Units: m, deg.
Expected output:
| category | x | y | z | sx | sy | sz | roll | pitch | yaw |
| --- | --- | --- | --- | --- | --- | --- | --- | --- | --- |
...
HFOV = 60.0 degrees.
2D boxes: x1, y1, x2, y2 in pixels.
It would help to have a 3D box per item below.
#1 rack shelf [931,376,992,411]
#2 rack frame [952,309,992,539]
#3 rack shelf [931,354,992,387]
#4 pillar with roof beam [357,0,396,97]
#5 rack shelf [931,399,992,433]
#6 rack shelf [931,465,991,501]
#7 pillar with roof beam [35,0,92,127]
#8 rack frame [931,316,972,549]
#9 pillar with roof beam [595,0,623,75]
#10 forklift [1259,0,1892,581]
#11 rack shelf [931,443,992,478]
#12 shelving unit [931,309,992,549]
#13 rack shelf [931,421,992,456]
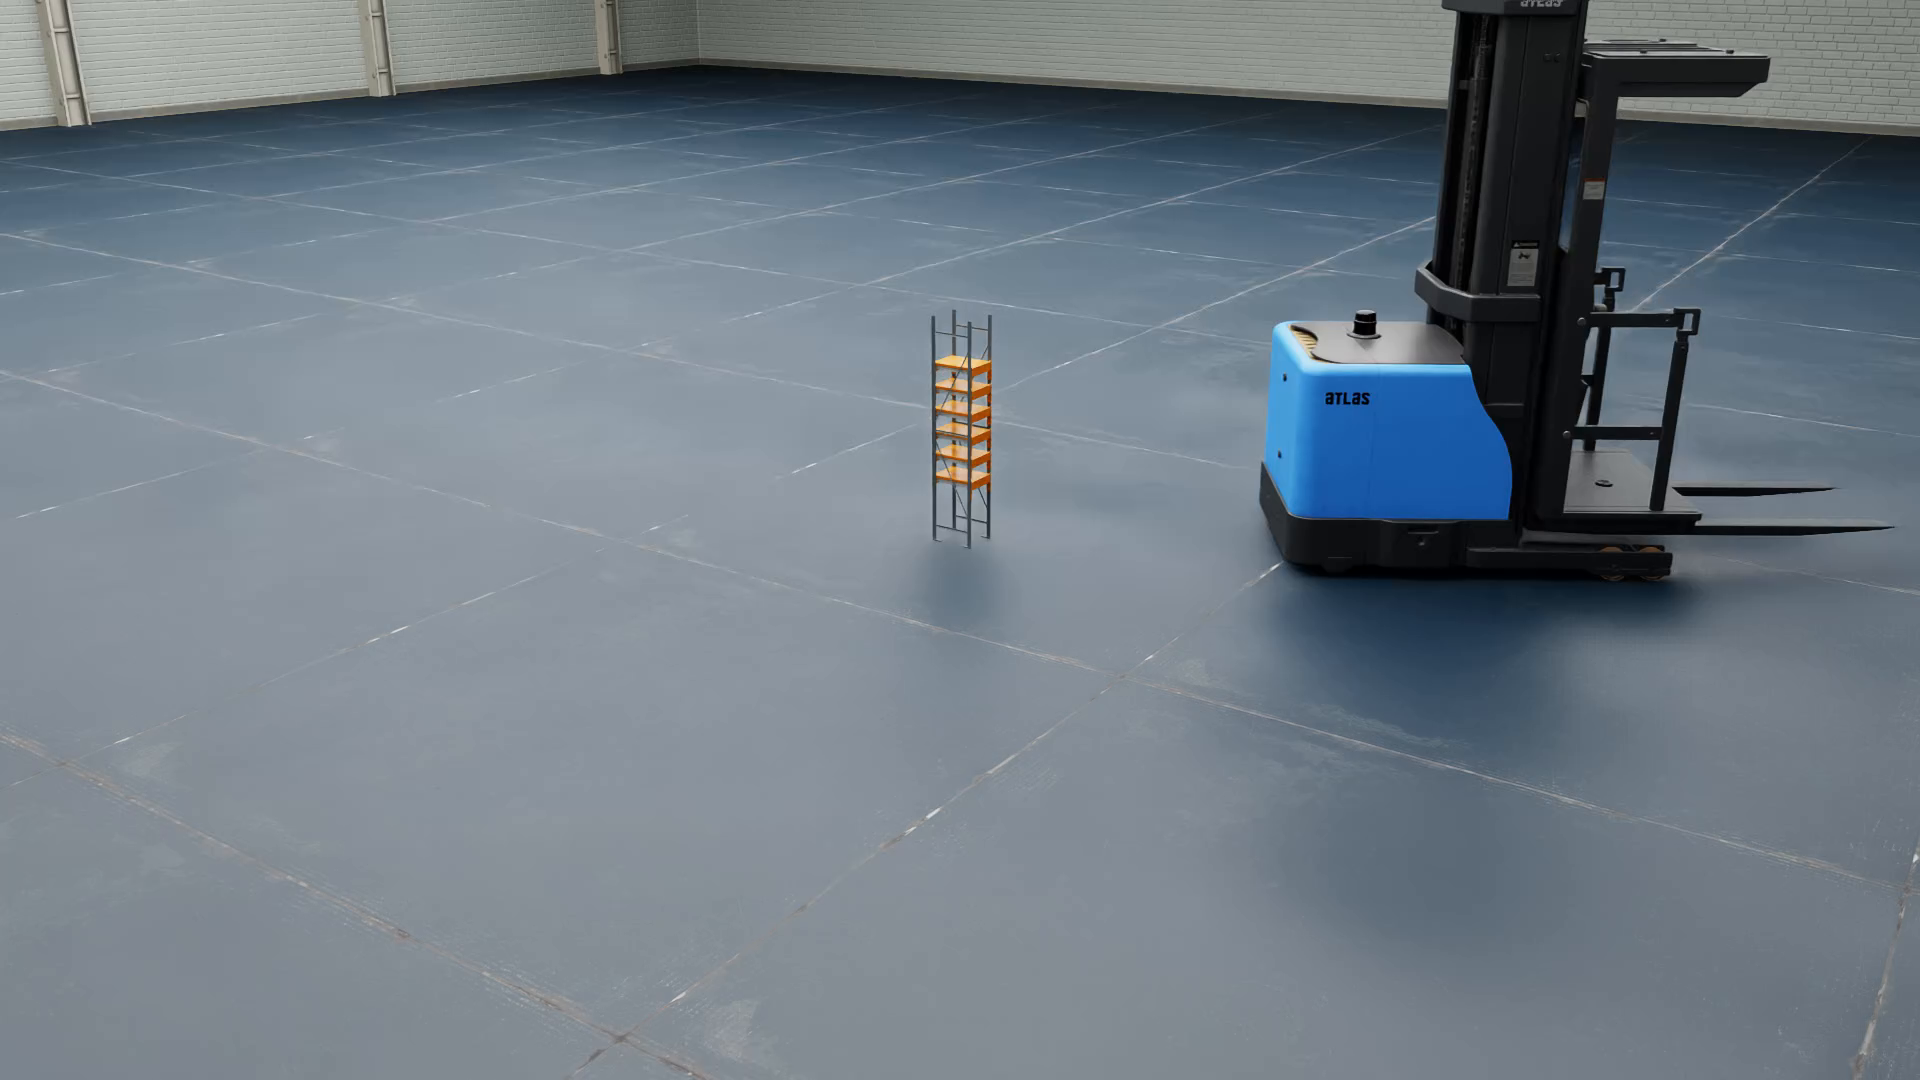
| category | x | y | z | sx | sy | sz | roll | pitch | yaw |
| --- | --- | --- | --- | --- | --- | --- | --- | --- | --- |
| rack shelf | 0.008 | -0.750 | 8.500 | 0.258 | 0.103 | 0.180 | 13 | 24 | 32 |
| rack frame | 0.060 | -0.593 | 8.639 | 0.240 | 1.200 | 0.006 | 13 | 24 | 32 |
| rack shelf | 0.008 | -0.863 | 8.459 | 0.258 | 0.103 | 0.180 | 13 | 24 | 32 |
| pillar with roof beam | -7.420 | -11.834 | 27.787 | 9.100 | 9.000 | 0.400 | 13 | 24 | 32 |
| rack shelf | 0.008 | -0.638 | 8.542 | 0.258 | 0.103 | 0.180 | 13 | 24 | 32 |
| rack shelf | 0.008 | -0.300 | 8.667 | 0.258 | 0.103 | 0.180 | 13 | 24 | 32 |
| pillar with roof beam | -10.792 | -10.113 | 23.133 | 9.100 | 9.000 | 0.400 | 13 | 24 | 32 |
| rack frame | -0.043 | -0.541 | 8.497 | 0.240 | 1.200 | 0.006 | 13 | 24 | 32 |
| pillar with roof beam | -4.047 | -13.556 | 32.441 | 9.100 | 9.000 | 0.400 | 13 | 24 | 32 |
| forklift | 3.147 | -1.357 | 8.209 | 3.031 | 2.935 | 1.130 | 0 | 20 | 1 |
| rack shelf | 0.008 | -0.413 | 8.625 | 0.258 | 0.103 | 0.180 | 13 | 24 | 32 |
| shelving unit | 0.008 | -0.567 | 8.568 | 0.258 | 1.200 | 0.189 | 13 | 24 | 32 |
| rack shelf | 0.008 | -0.525 | 8.583 | 0.258 | 0.103 | 0.180 | 13 | 24 | 32 |
